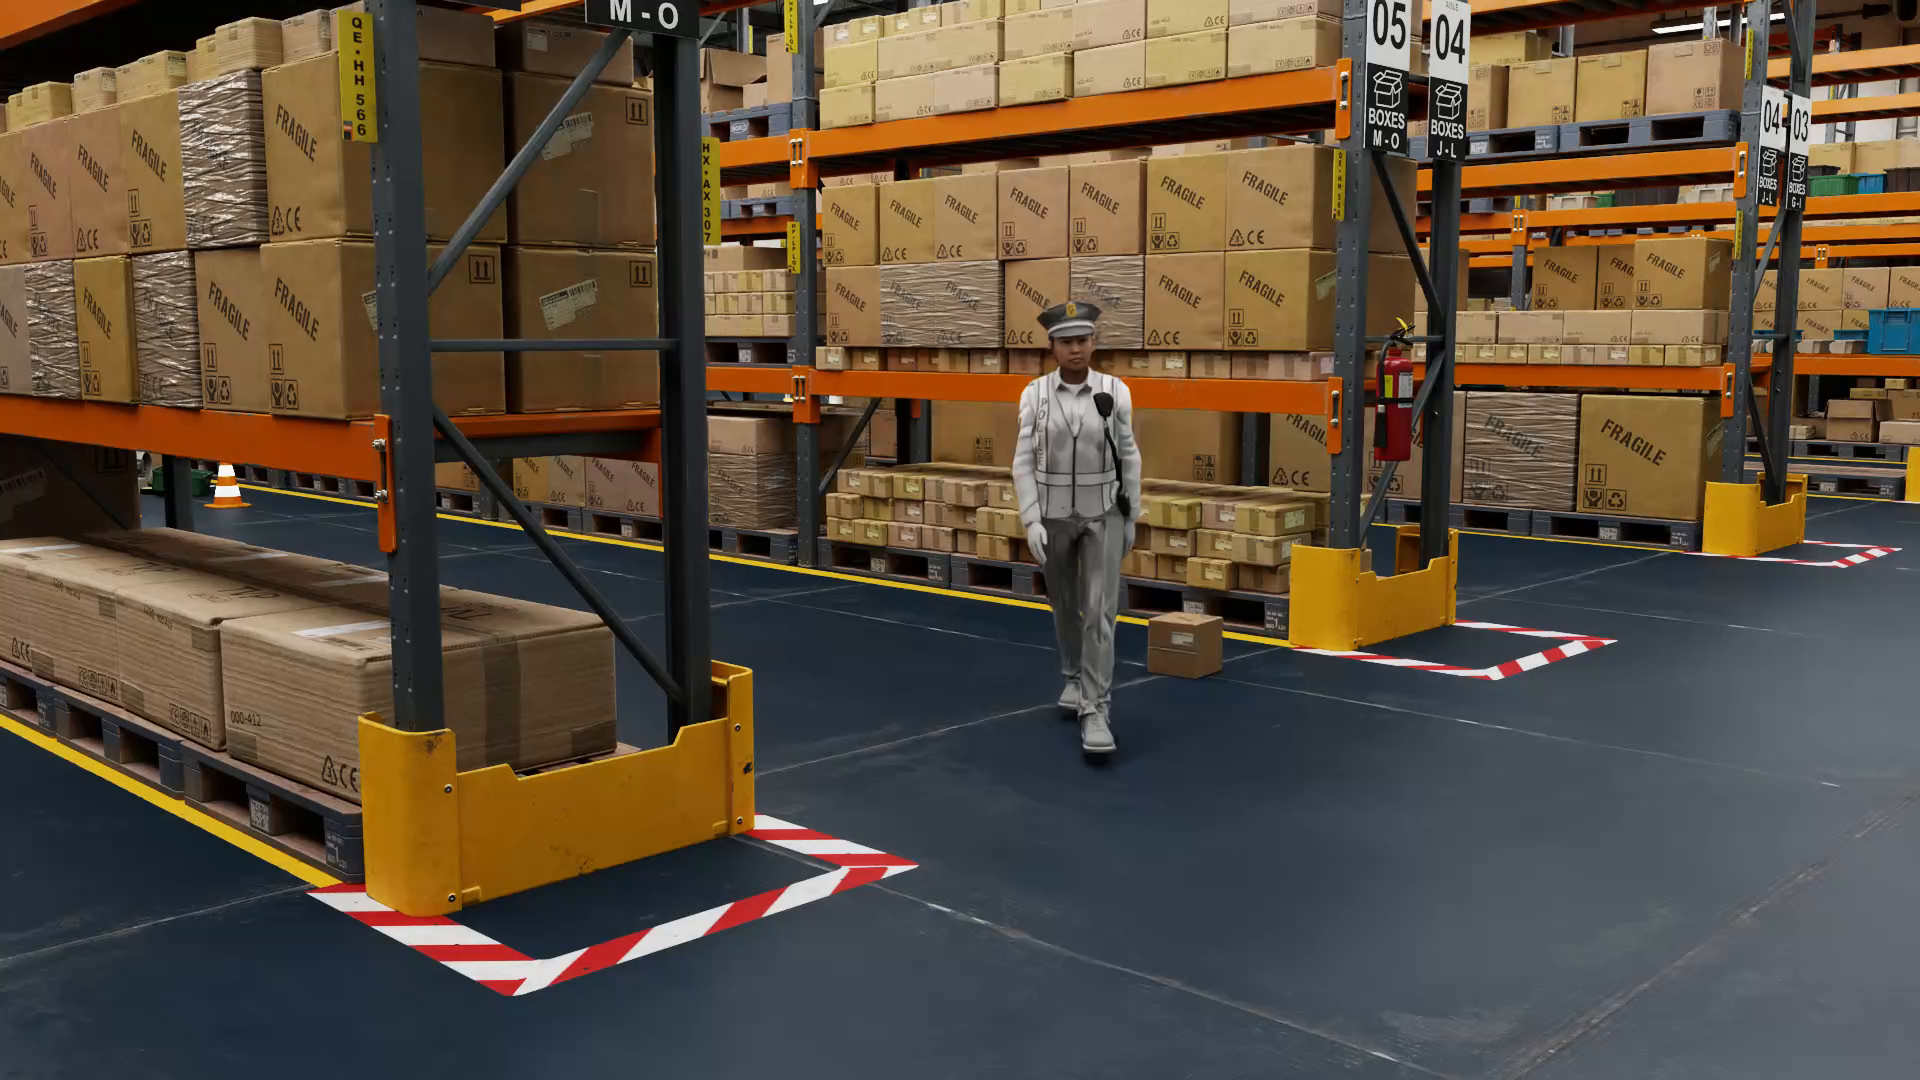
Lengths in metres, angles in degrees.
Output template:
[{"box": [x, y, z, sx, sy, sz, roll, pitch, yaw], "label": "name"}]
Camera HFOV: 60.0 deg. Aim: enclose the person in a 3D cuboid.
[{"box": [0.435, -0.088, 6.320, 0.480, 1.623, 0.959, 1, 7, 11], "label": "person"}]
